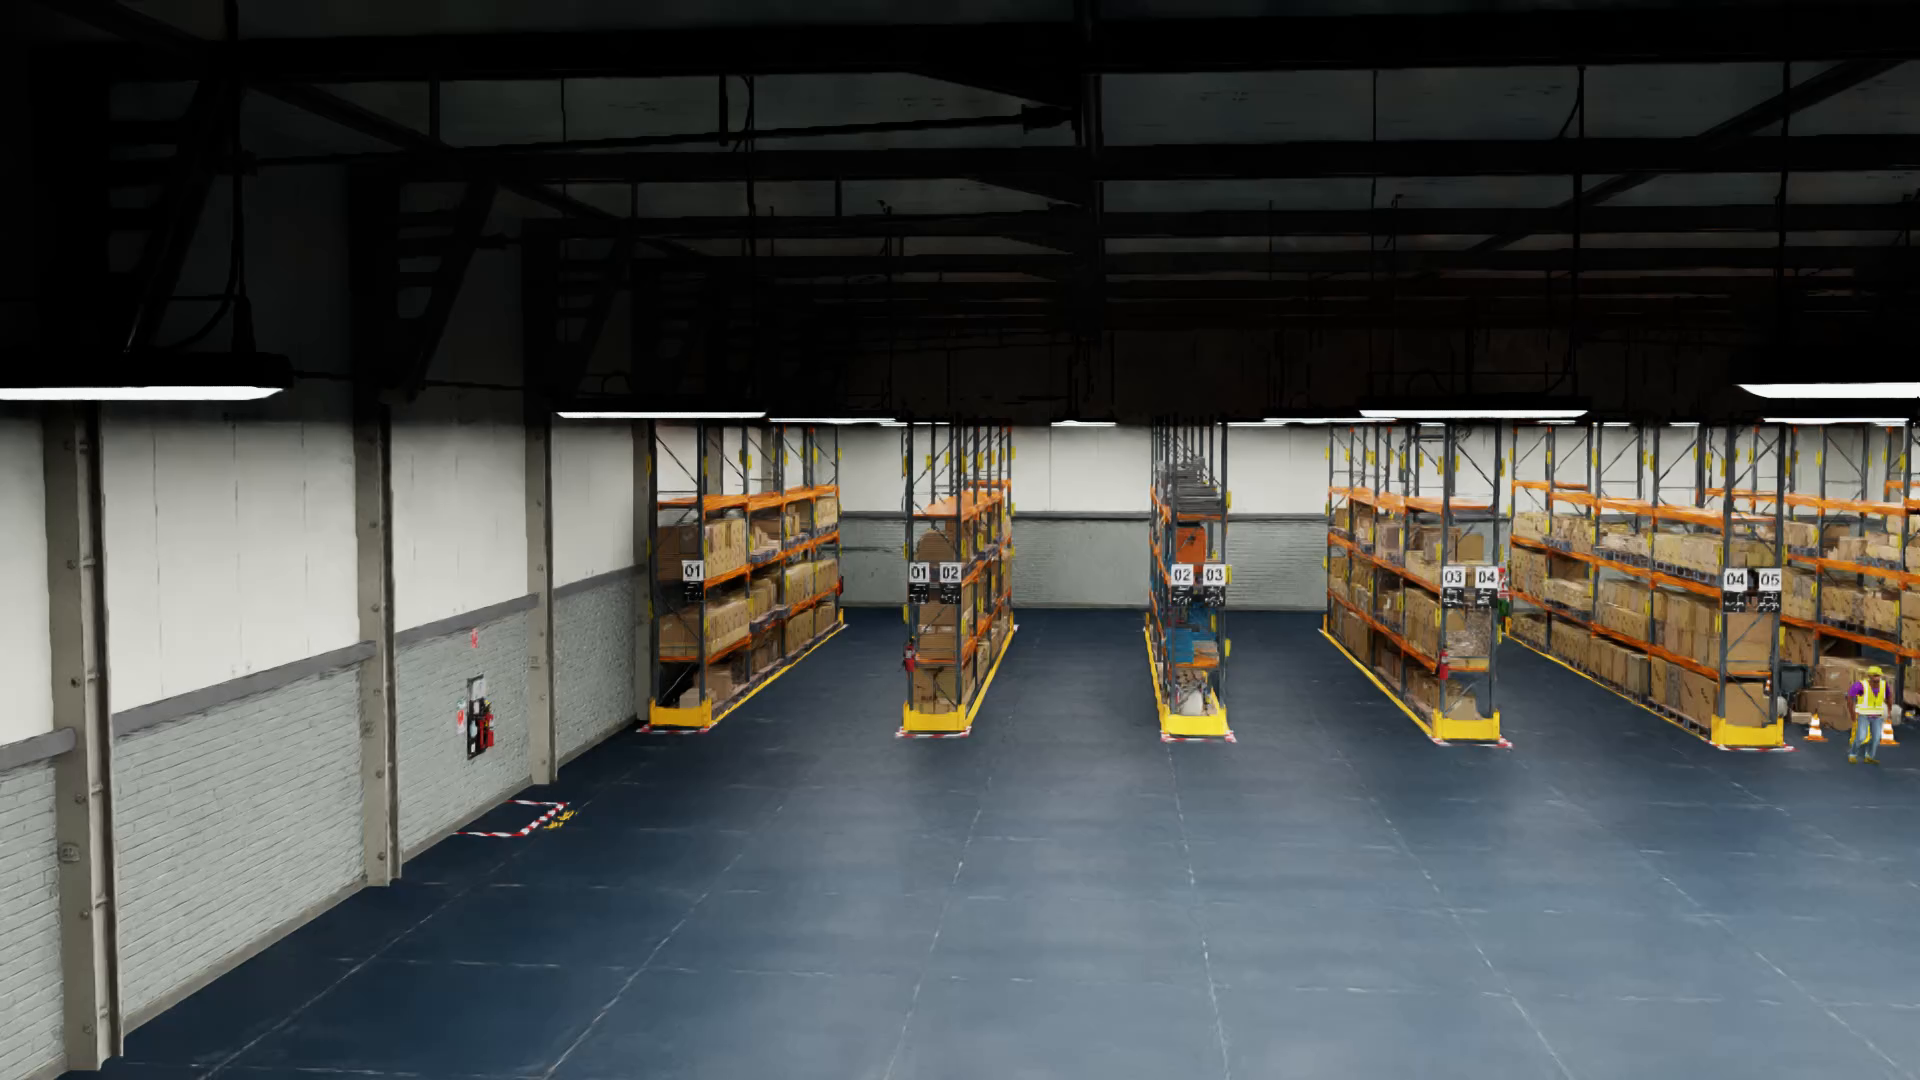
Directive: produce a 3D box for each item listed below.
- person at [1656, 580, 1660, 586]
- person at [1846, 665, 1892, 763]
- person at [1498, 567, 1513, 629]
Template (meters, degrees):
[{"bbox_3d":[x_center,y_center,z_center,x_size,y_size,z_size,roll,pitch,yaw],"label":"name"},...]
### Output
[{"bbox_3d":[18.588,1.832,44.427,0.581,1.784,0.645,1,4,10],"label":"person"},{"bbox_3d":[15.492,2.967,28.328,0.719,1.714,0.578,0,4,4],"label":"person"},{"bbox_3d":[15.467,1.646,47.243,0.498,1.781,0.634,-2,4,-30],"label":"person"}]
